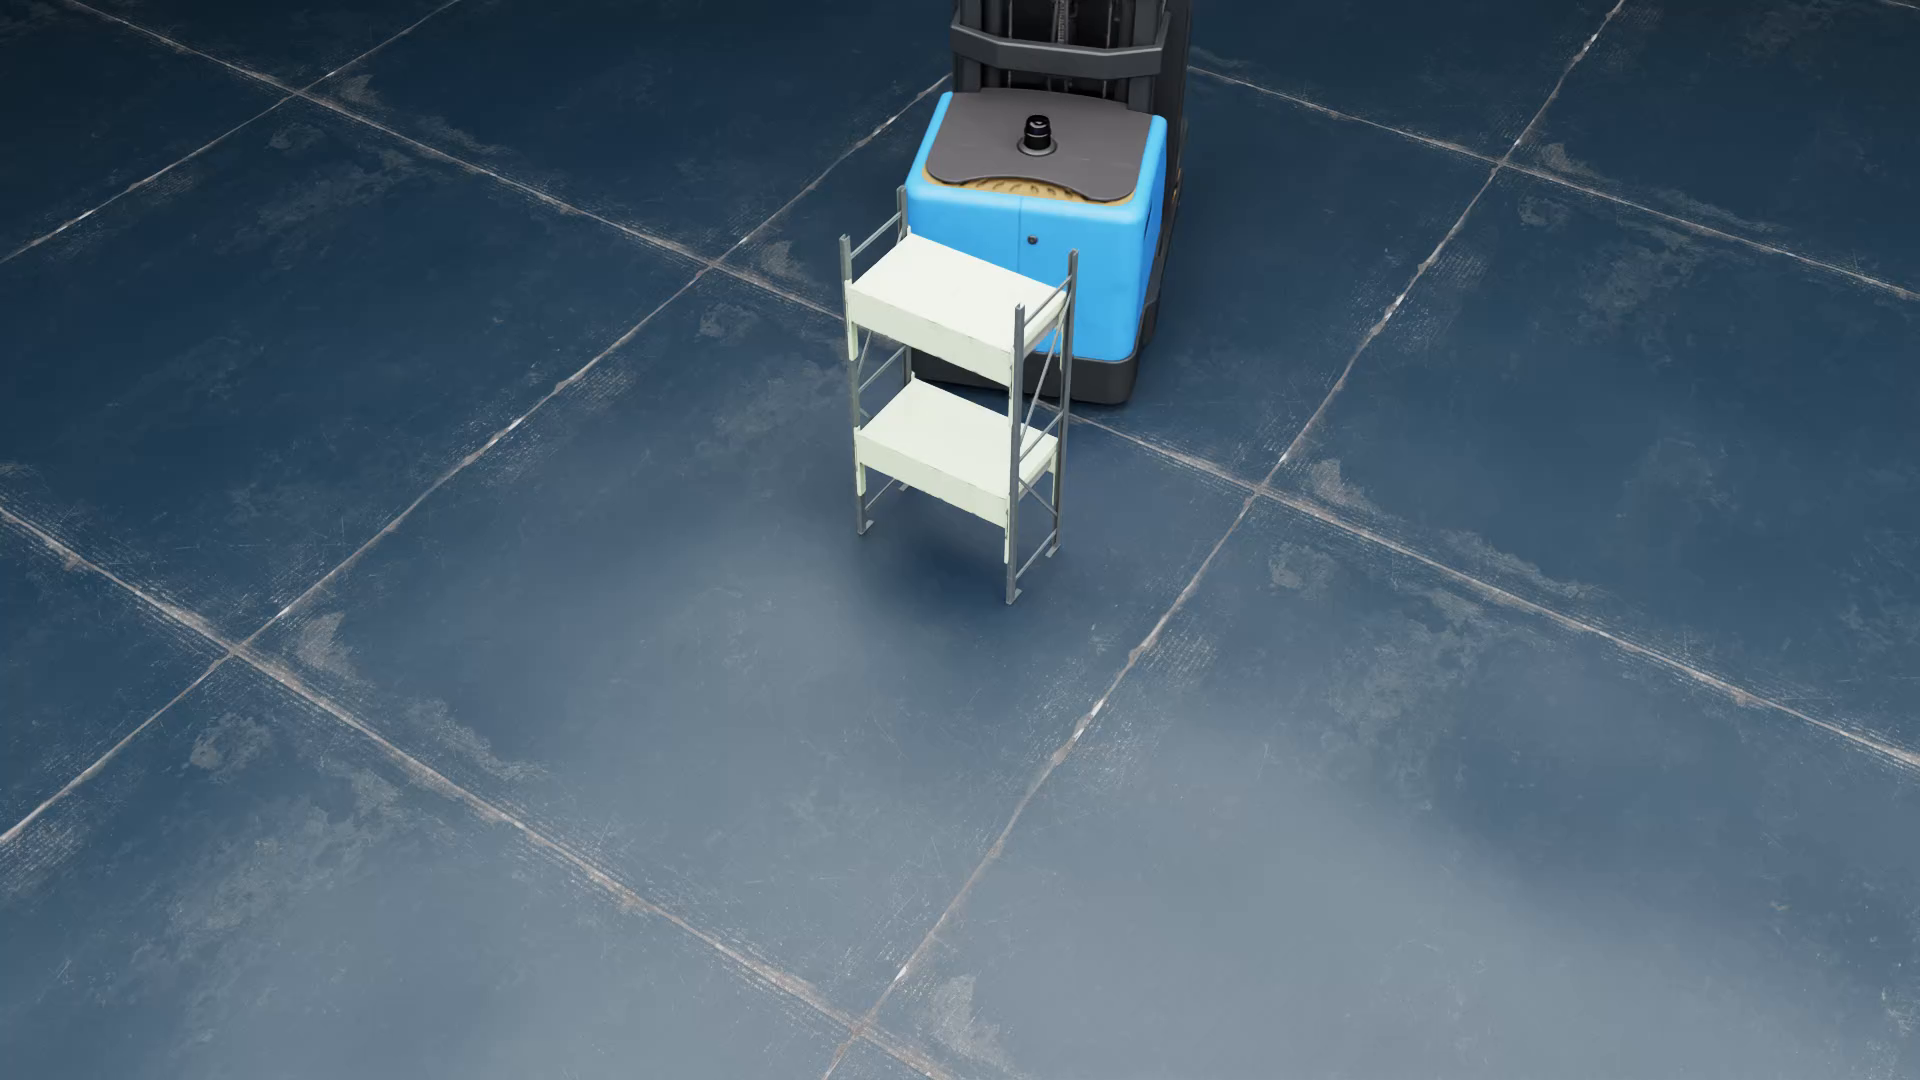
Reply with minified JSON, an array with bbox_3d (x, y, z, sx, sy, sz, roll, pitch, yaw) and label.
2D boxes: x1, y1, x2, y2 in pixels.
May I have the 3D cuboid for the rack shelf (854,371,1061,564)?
[{"bbox_3d":[-0.006,-0.298,6.670,0.720,0.370,0.431,25,51,22],"label":"rack shelf"}]

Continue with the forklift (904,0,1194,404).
[{"bbox_3d":[0.559,-2.706,7.557,1.130,2.935,3.031,9,46,8],"label":"forklift"}]

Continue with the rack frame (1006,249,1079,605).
[{"bbox_3d":[0.302,-0.384,6.299,0.023,1.500,0.400,25,51,22],"label":"rack frame"}]

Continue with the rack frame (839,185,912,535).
[{"bbox_3d":[-0.314,-0.667,6.574,0.023,1.500,0.400,25,51,22],"label":"rack frame"}]

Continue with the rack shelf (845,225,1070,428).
[{"bbox_3d":[-0.006,-0.797,6.157,0.720,0.370,0.431,25,51,22],"label":"rack shelf"}]

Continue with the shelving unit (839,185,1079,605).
[{"bbox_3d":[-0.006,-0.525,6.436,0.755,1.500,0.431,25,51,22],"label":"shelving unit"}]
